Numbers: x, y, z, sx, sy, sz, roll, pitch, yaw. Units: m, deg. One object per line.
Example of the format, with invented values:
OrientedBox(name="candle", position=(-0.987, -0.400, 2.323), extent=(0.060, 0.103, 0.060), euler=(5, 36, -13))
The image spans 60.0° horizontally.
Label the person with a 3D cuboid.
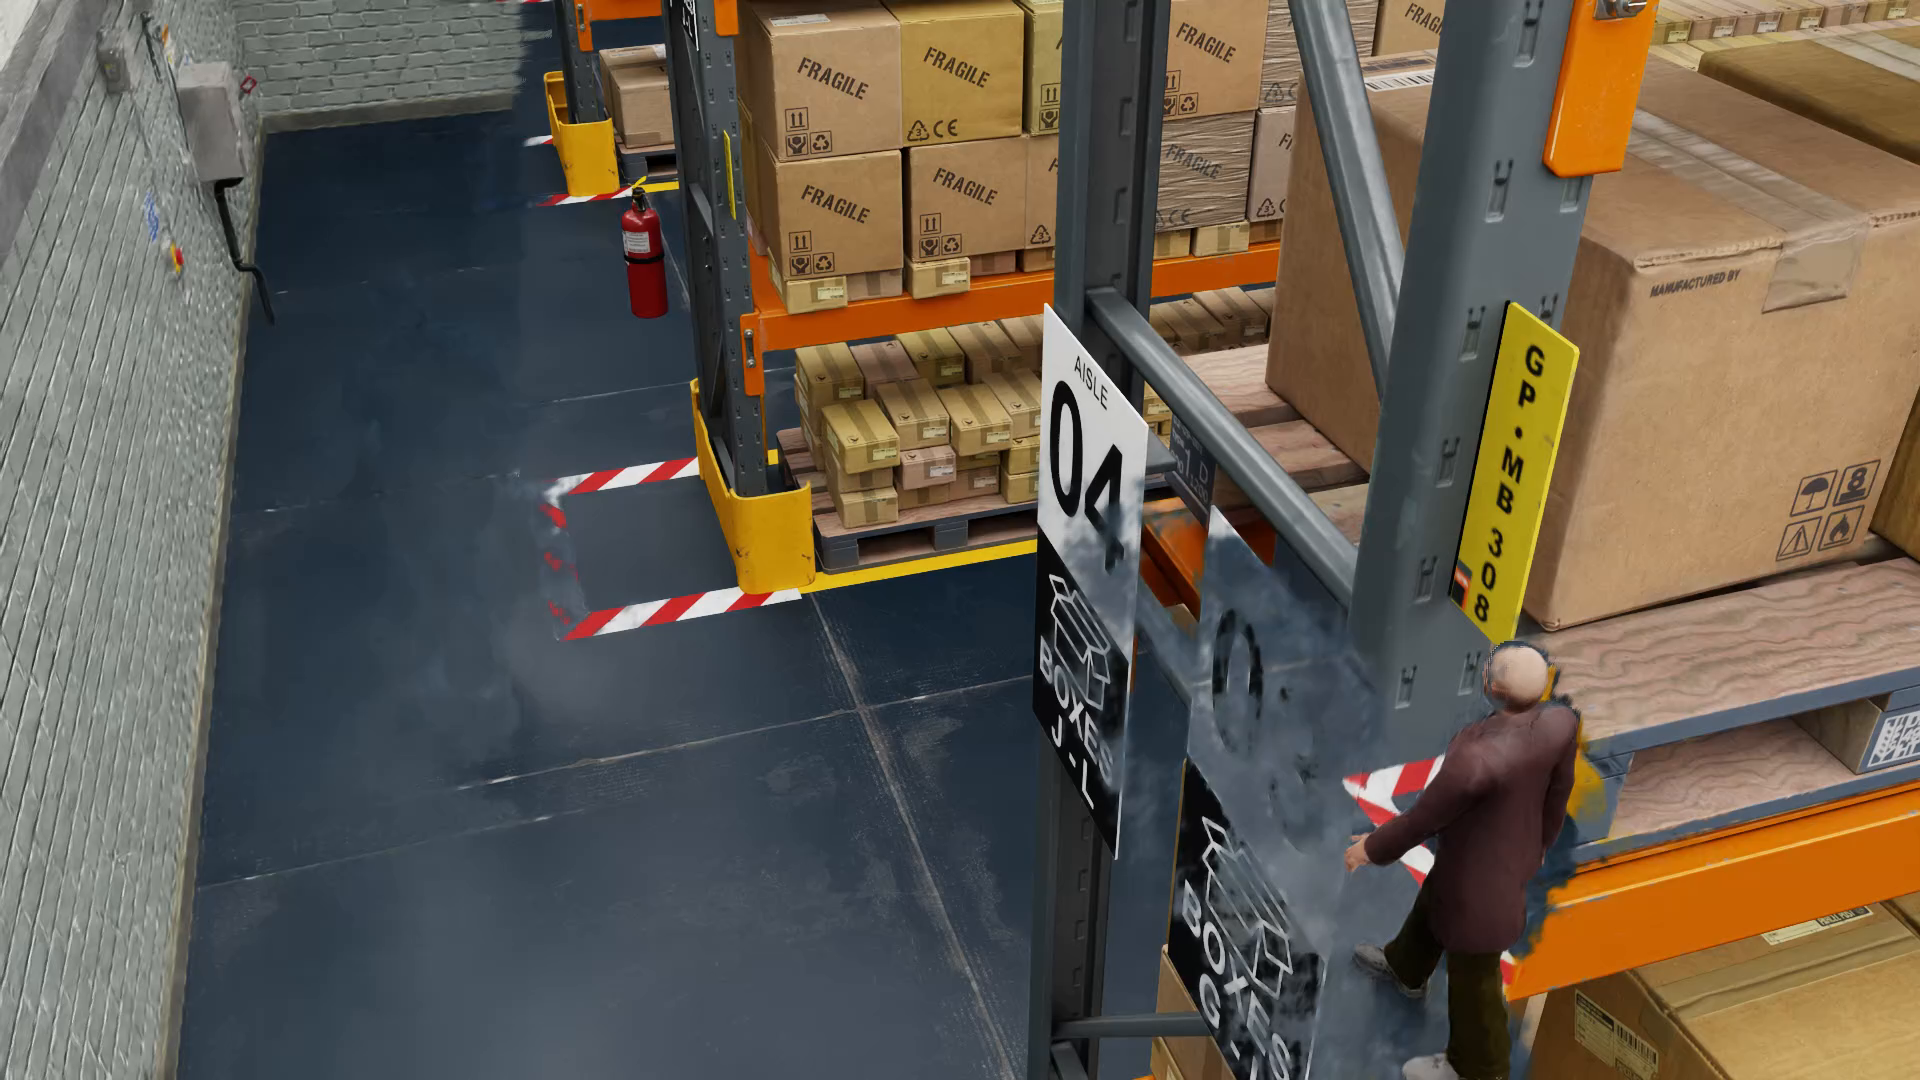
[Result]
OrientedBox(name="person", position=(-2.097, -0.255, 6.528), extent=(0.788, 1.794, 0.642), euler=(29, 43, 36))
